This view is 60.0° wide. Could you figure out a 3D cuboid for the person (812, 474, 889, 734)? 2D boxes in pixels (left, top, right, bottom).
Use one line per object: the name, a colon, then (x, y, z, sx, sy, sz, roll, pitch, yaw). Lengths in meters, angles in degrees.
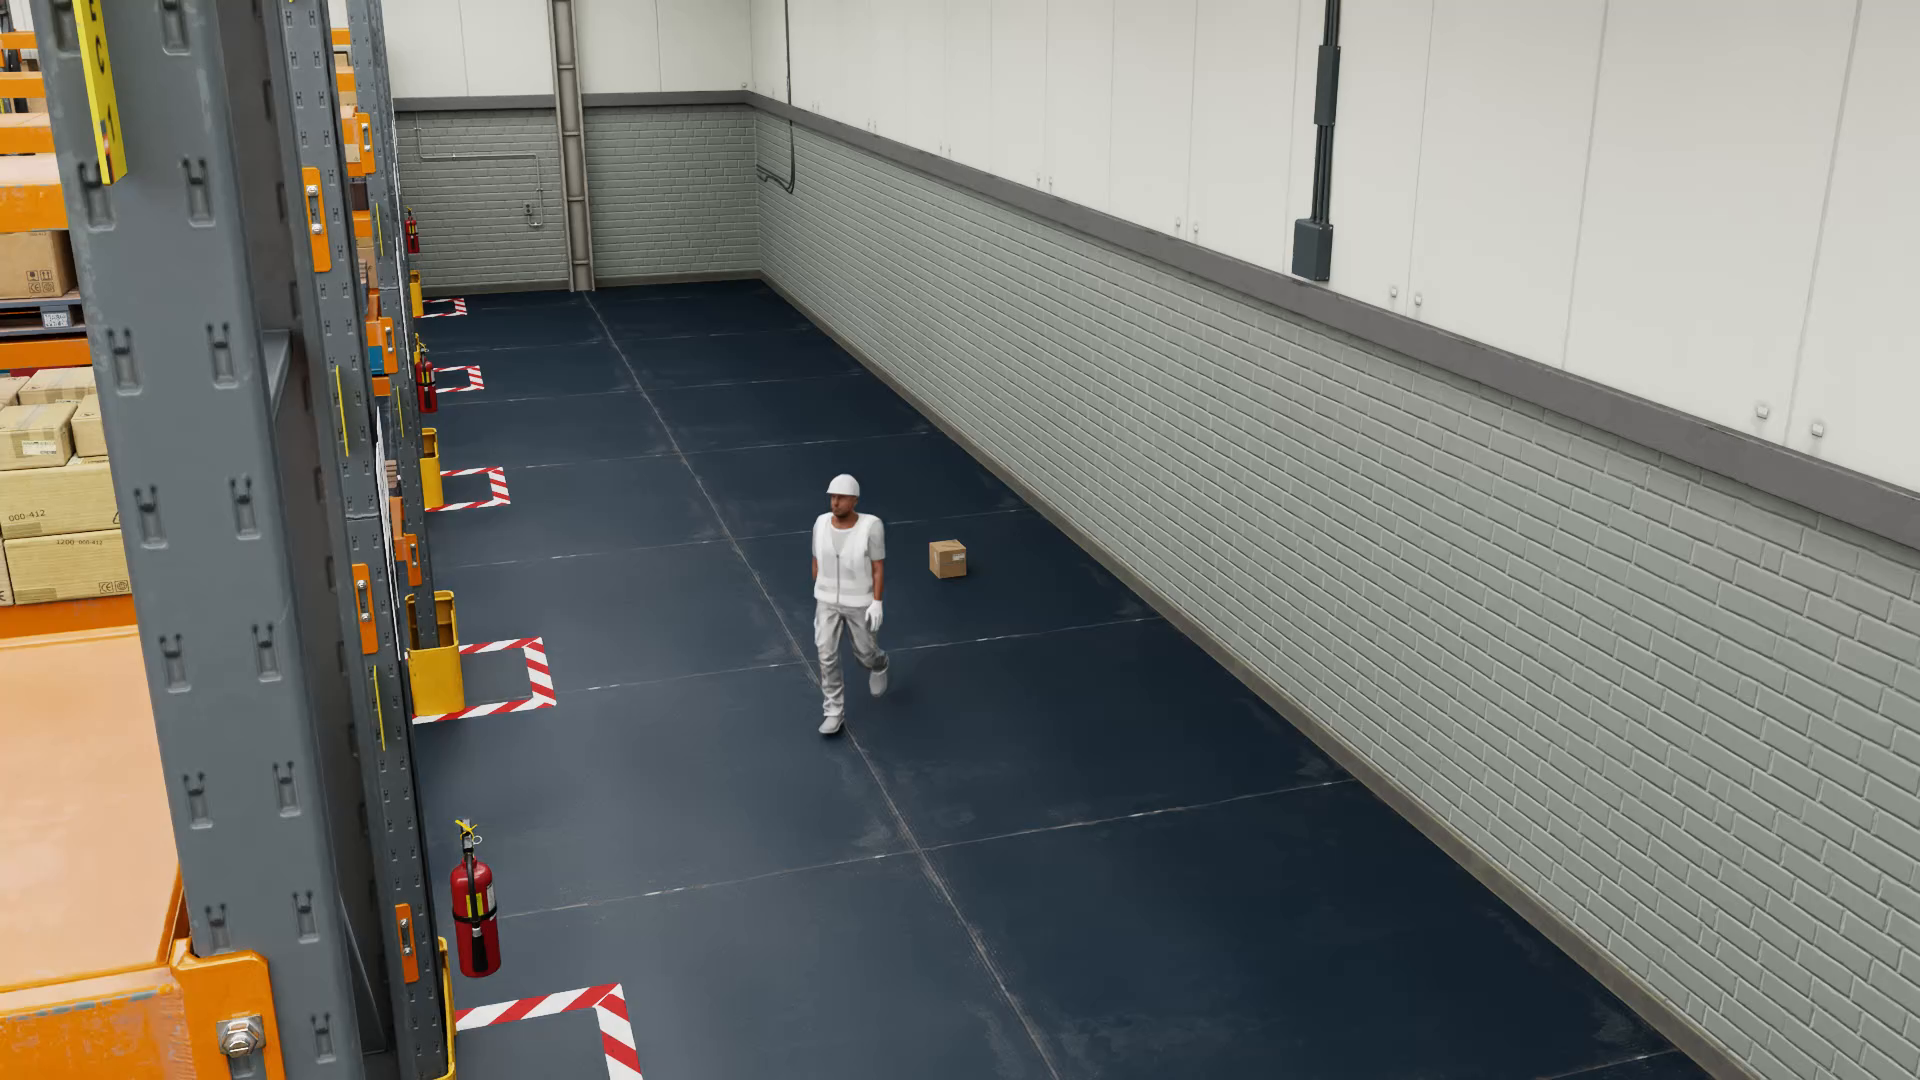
person: (-0.761, 0.400, 11.392, 0.547, 1.764, 0.787, 4, 20, 13)
